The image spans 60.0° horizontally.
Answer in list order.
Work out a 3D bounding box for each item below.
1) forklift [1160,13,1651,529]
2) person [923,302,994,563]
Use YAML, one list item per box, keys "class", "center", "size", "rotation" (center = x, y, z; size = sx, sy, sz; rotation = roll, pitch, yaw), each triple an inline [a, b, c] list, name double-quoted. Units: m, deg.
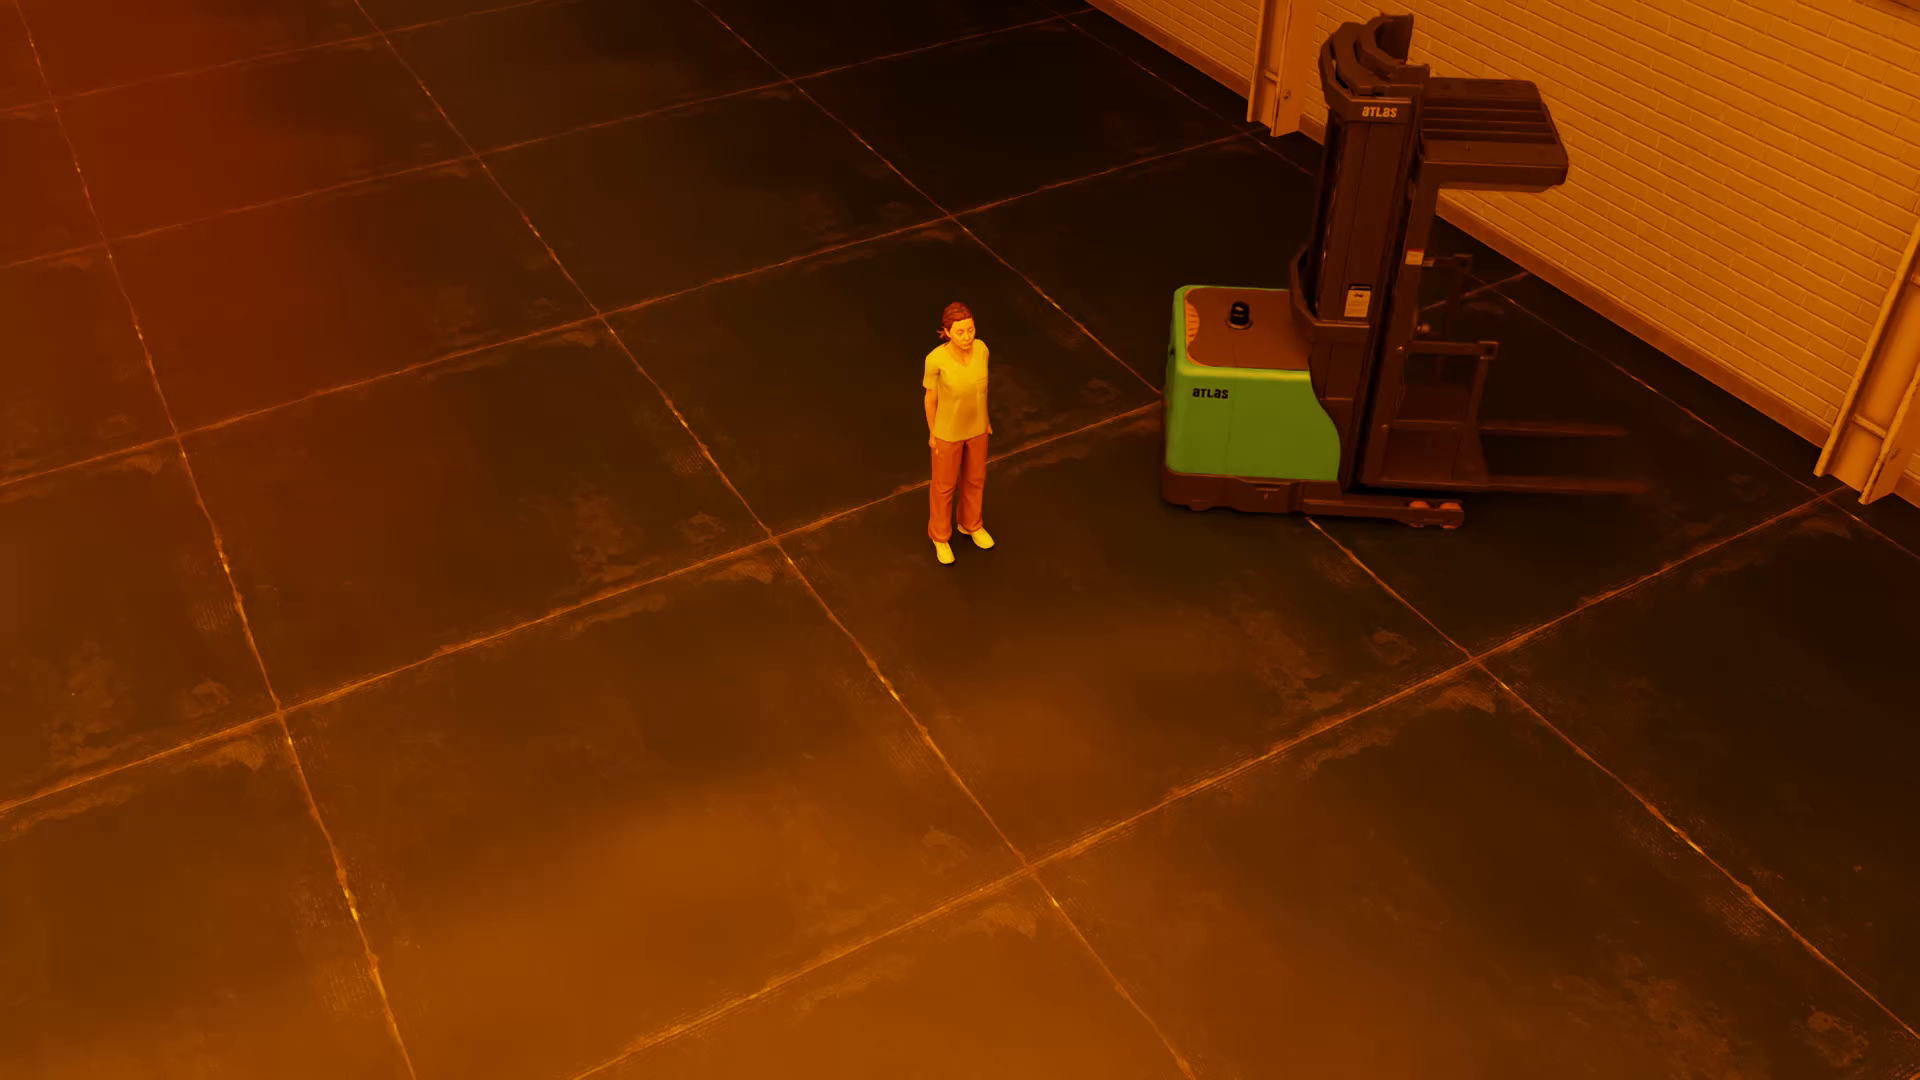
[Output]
- class: "forklift"
  center: [2.823, -1.554, 9.909]
  size: [3.031, 2.935, 1.130]
  rotation: [3, 40, 4]
- class: "person"
  center: [0.005, -0.644, 9.801]
  size: [0.435, 1.671, 0.381]
  rotation: [-20, 44, -23]
